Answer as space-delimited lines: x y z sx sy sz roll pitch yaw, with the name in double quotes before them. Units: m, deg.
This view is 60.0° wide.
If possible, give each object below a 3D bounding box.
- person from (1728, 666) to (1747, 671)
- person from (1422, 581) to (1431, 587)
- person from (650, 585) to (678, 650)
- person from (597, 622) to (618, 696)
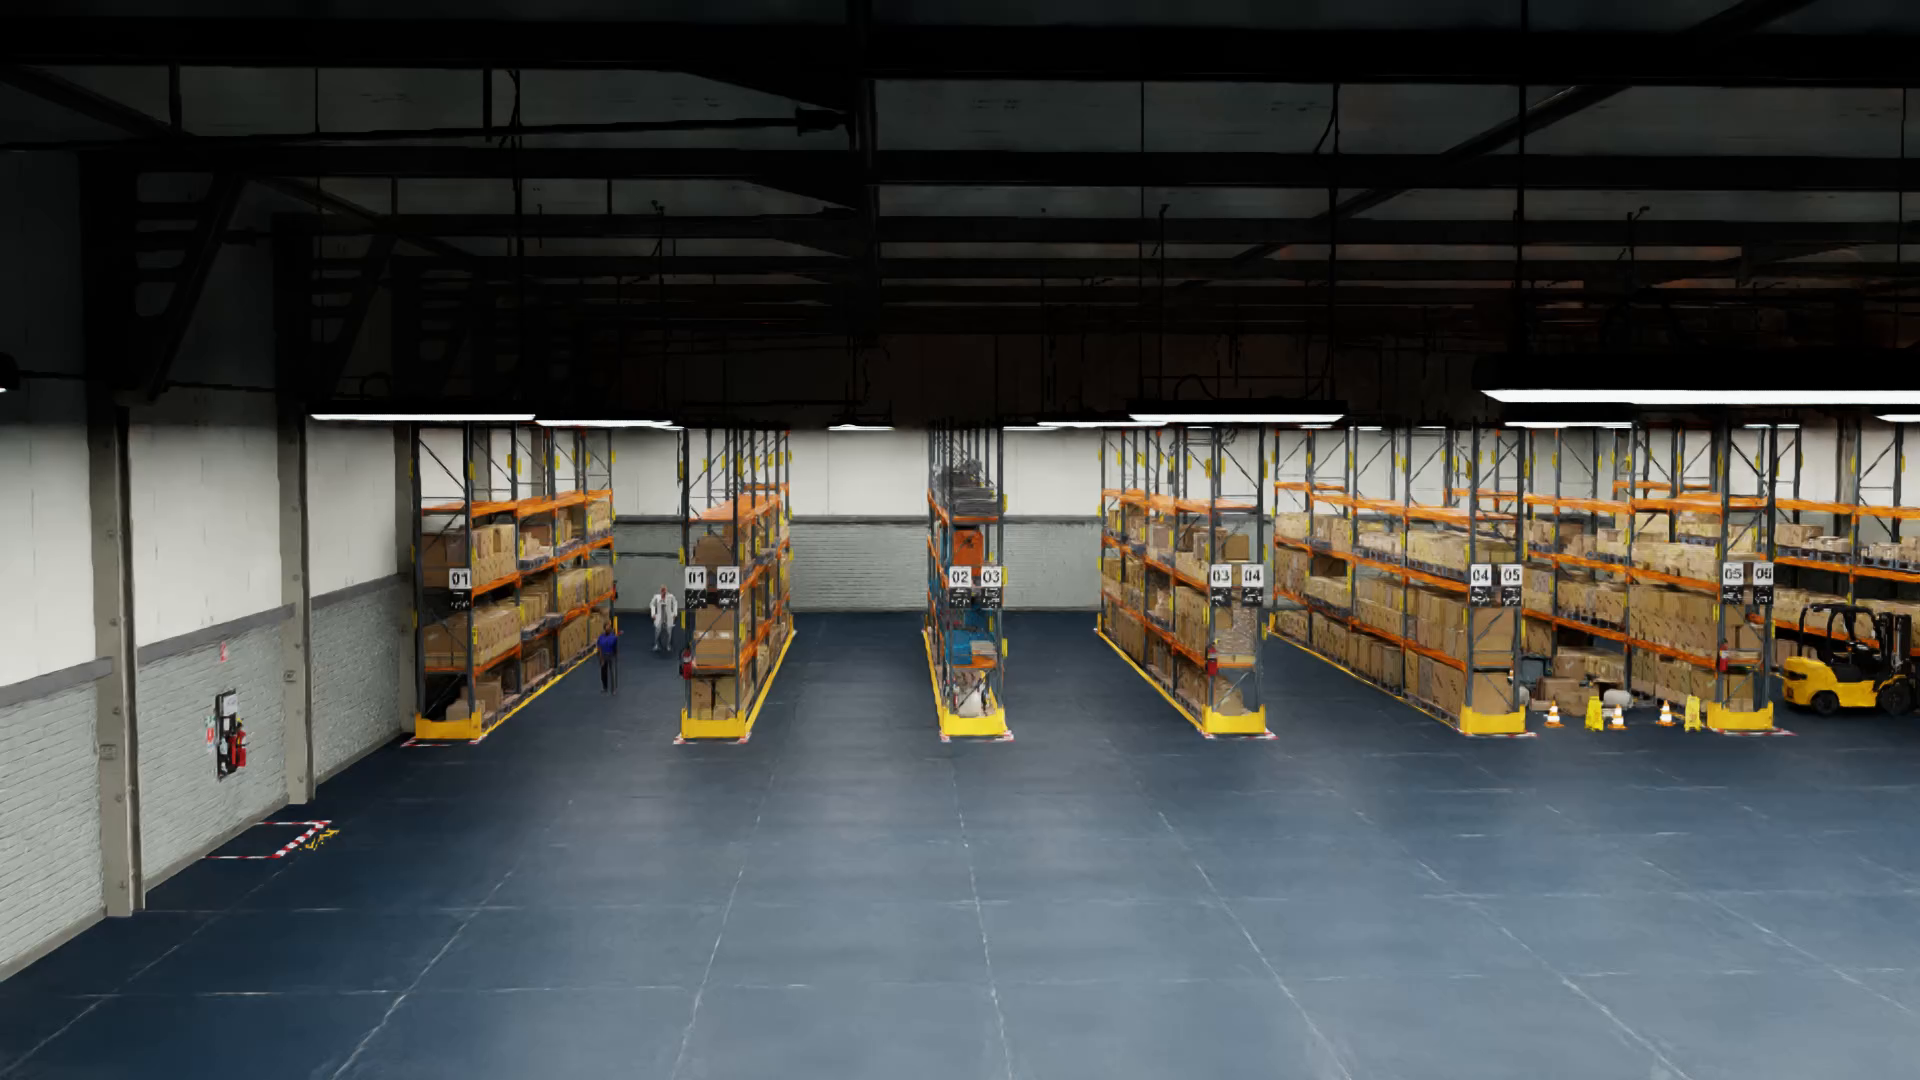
"person" 16.594 2.497 35.470 0.450 1.789 0.605 -2 4 -34
"person" 12.560 1.918 44.786 0.558 1.741 0.635 1 4 16
"person" -7.754 2.020 43.575 0.729 1.733 0.546 0 4 -4
"person" -7.644 2.559 36.087 0.443 1.587 0.996 -1 4 -11
